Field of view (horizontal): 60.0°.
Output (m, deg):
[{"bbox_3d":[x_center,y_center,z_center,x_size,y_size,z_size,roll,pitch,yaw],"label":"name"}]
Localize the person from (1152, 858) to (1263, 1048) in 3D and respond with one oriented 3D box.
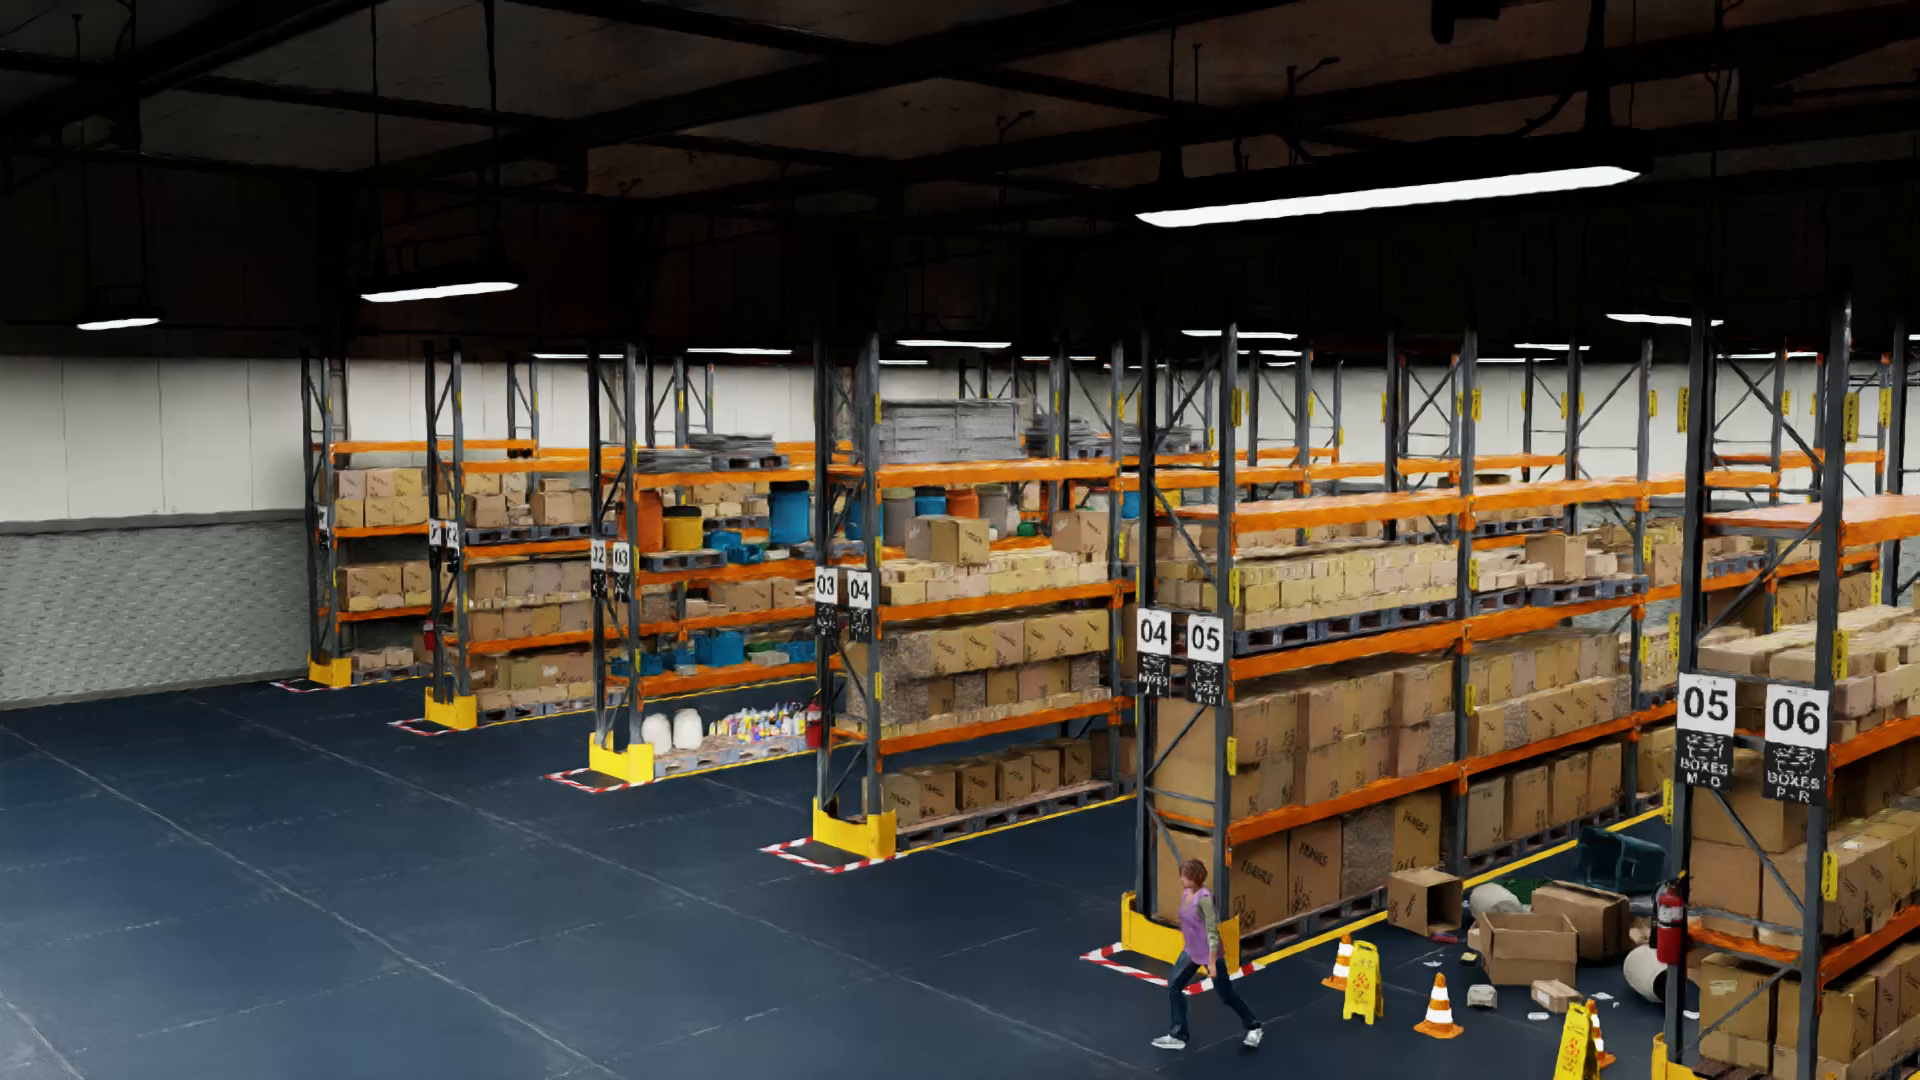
[{"bbox_3d":[1.966,3.244,13.065,0.867,1.531,0.455,-2,5,-22],"label":"person"}]
